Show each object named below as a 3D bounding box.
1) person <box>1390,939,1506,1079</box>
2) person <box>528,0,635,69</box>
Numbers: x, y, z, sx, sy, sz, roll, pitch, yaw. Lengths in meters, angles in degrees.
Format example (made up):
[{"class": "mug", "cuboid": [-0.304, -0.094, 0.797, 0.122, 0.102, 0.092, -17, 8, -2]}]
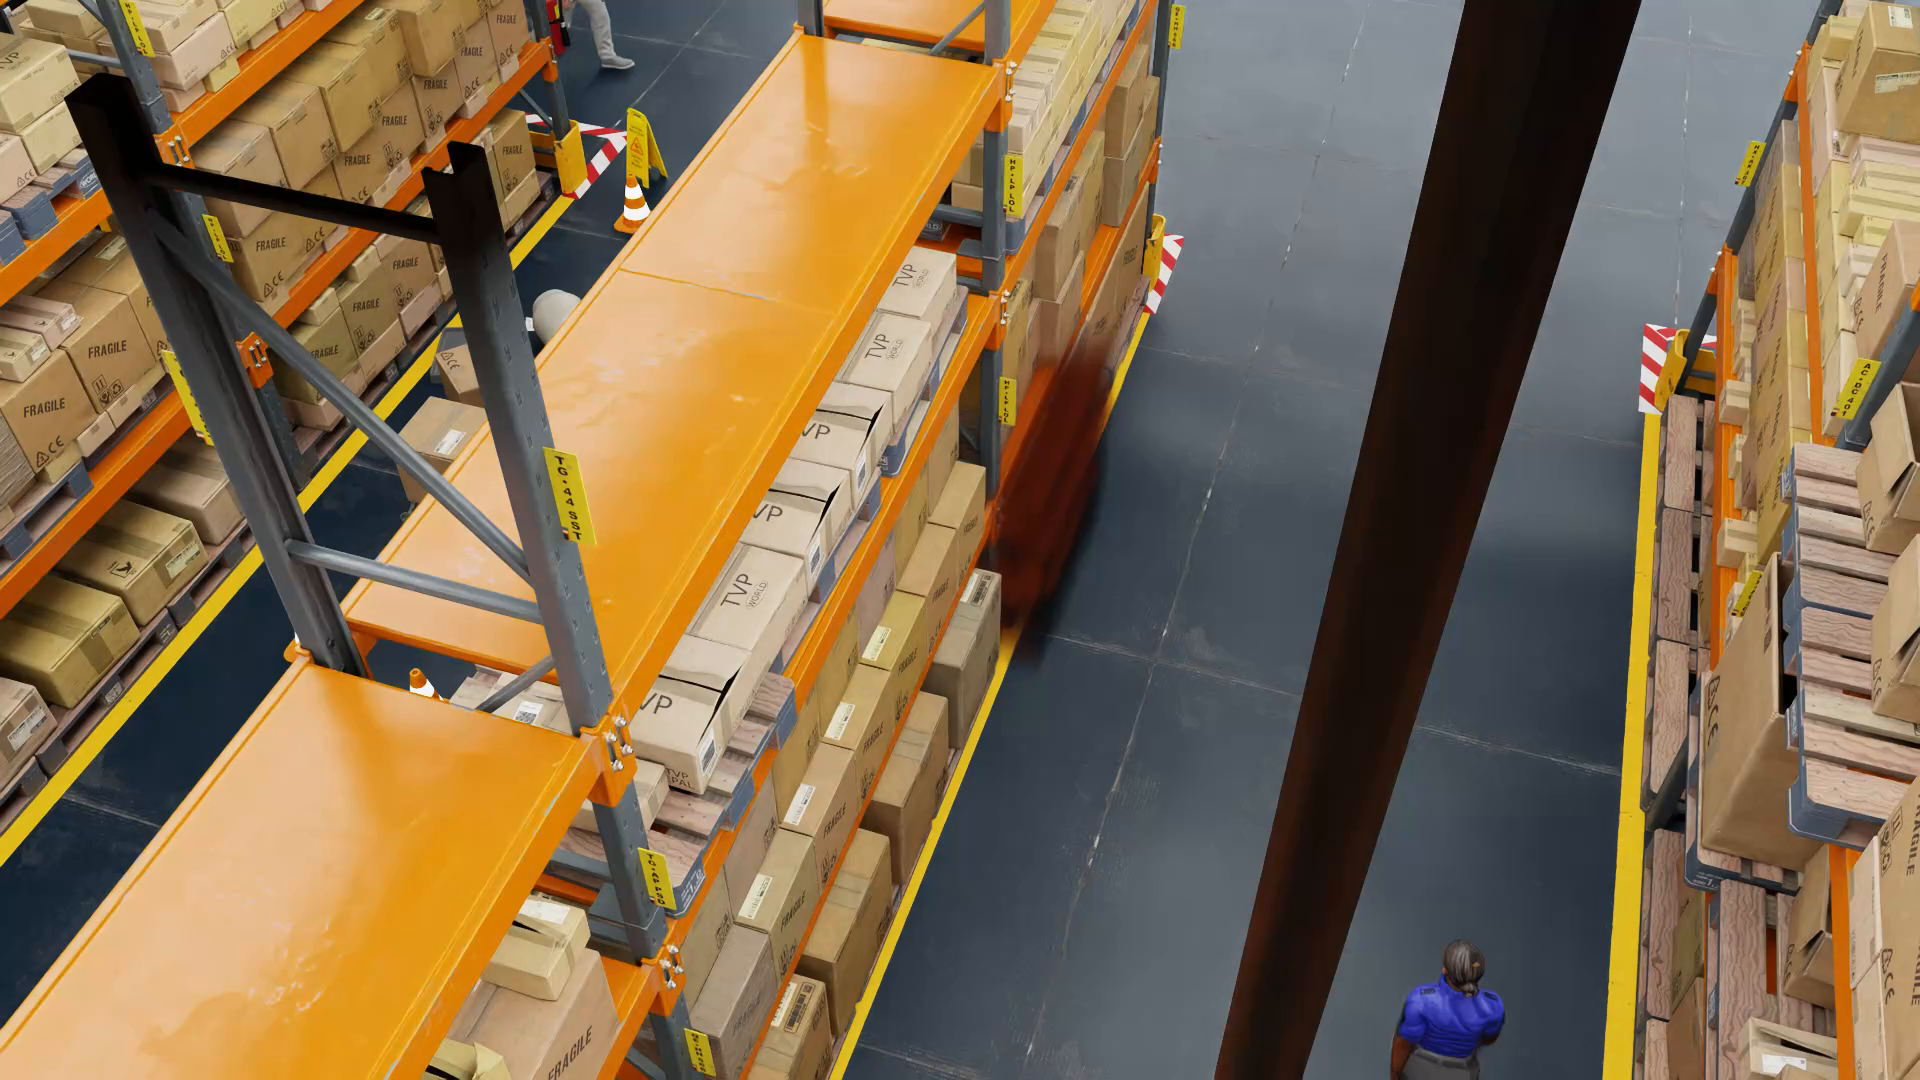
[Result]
[{"class": "person", "cuboid": [2.140, 2.336, 7.452, 0.447, 1.533, 1.045, 13, 47, 12]}, {"class": "person", "cuboid": [-3.507, -5.009, 14.819, 1.019, 1.709, 0.540, 15, 47, 14]}]
